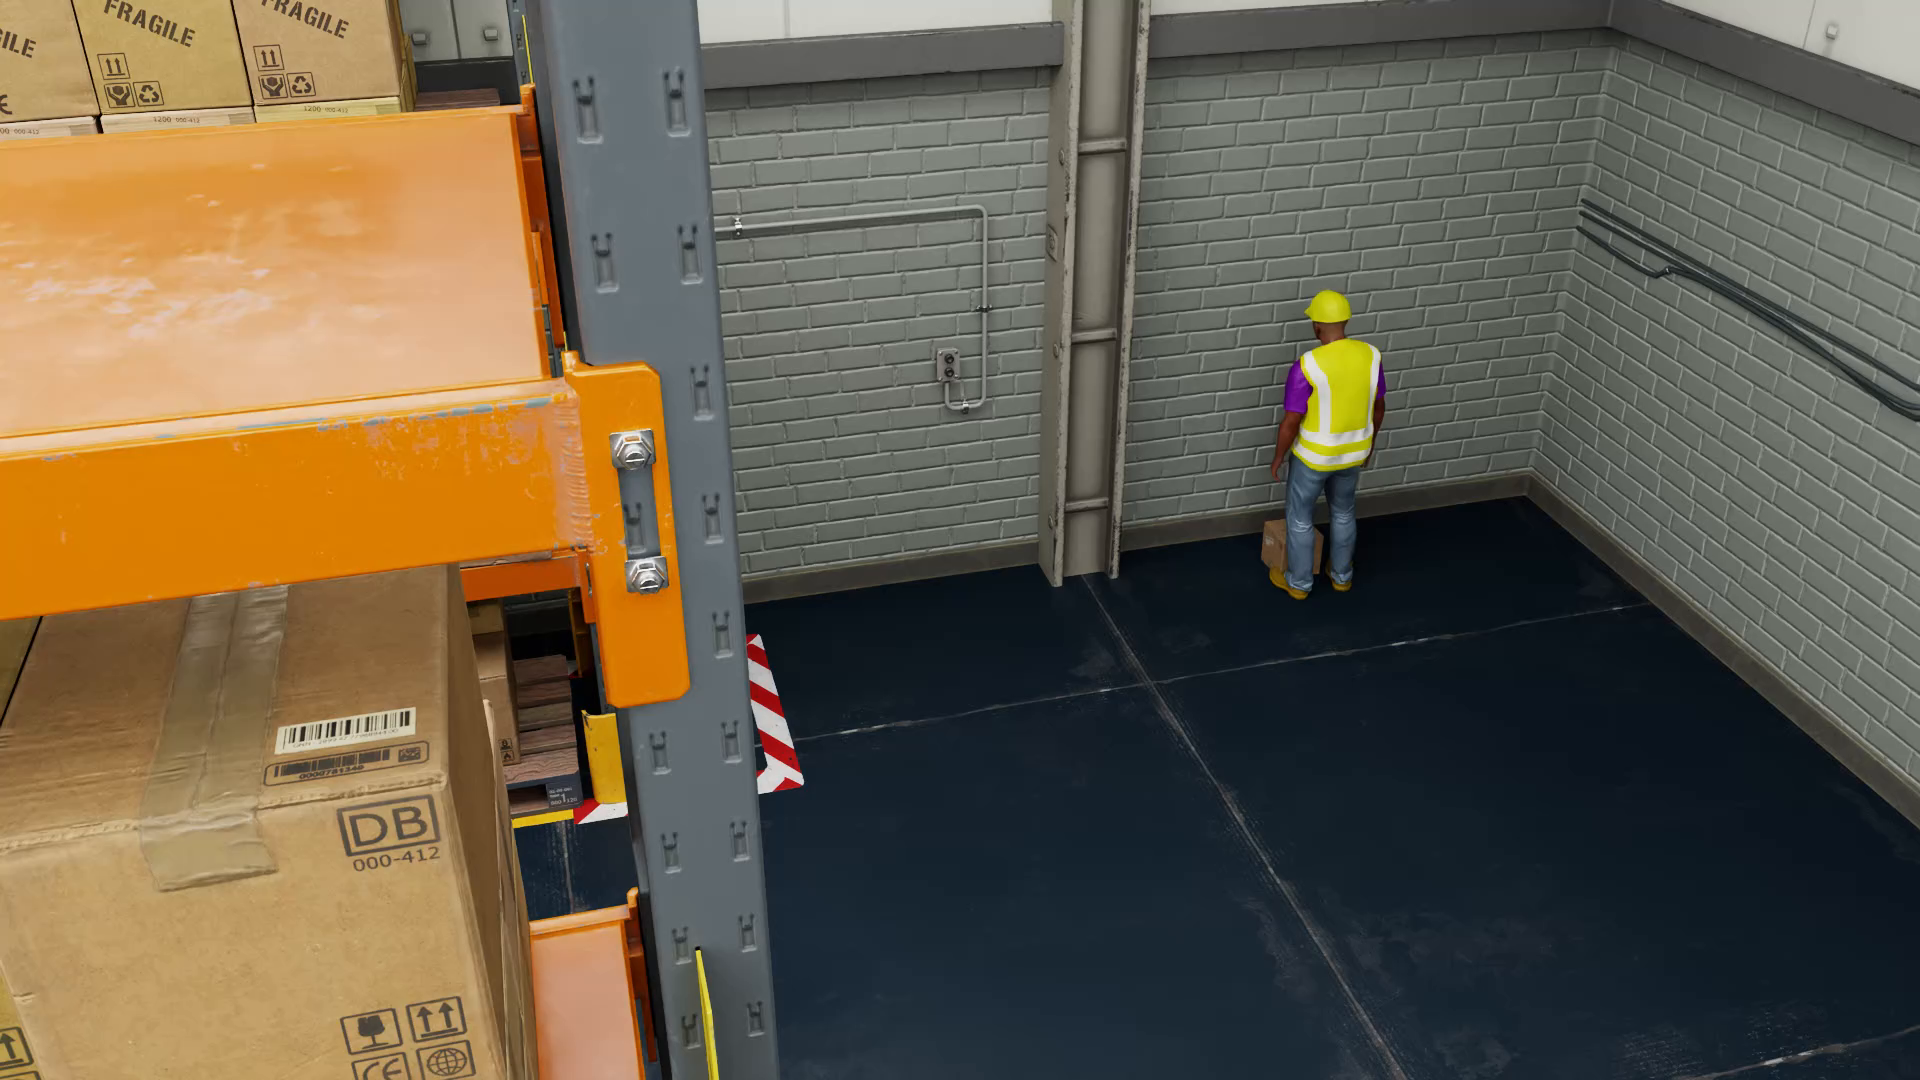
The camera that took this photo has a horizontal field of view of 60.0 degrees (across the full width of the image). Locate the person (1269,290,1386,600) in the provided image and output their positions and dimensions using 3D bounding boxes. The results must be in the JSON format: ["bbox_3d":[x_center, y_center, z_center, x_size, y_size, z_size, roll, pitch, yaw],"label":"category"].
[{"bbox_3d":[1.968,-0.498,8.973,0.630,1.759,0.460,-10,31,-16],"label":"person"}]
